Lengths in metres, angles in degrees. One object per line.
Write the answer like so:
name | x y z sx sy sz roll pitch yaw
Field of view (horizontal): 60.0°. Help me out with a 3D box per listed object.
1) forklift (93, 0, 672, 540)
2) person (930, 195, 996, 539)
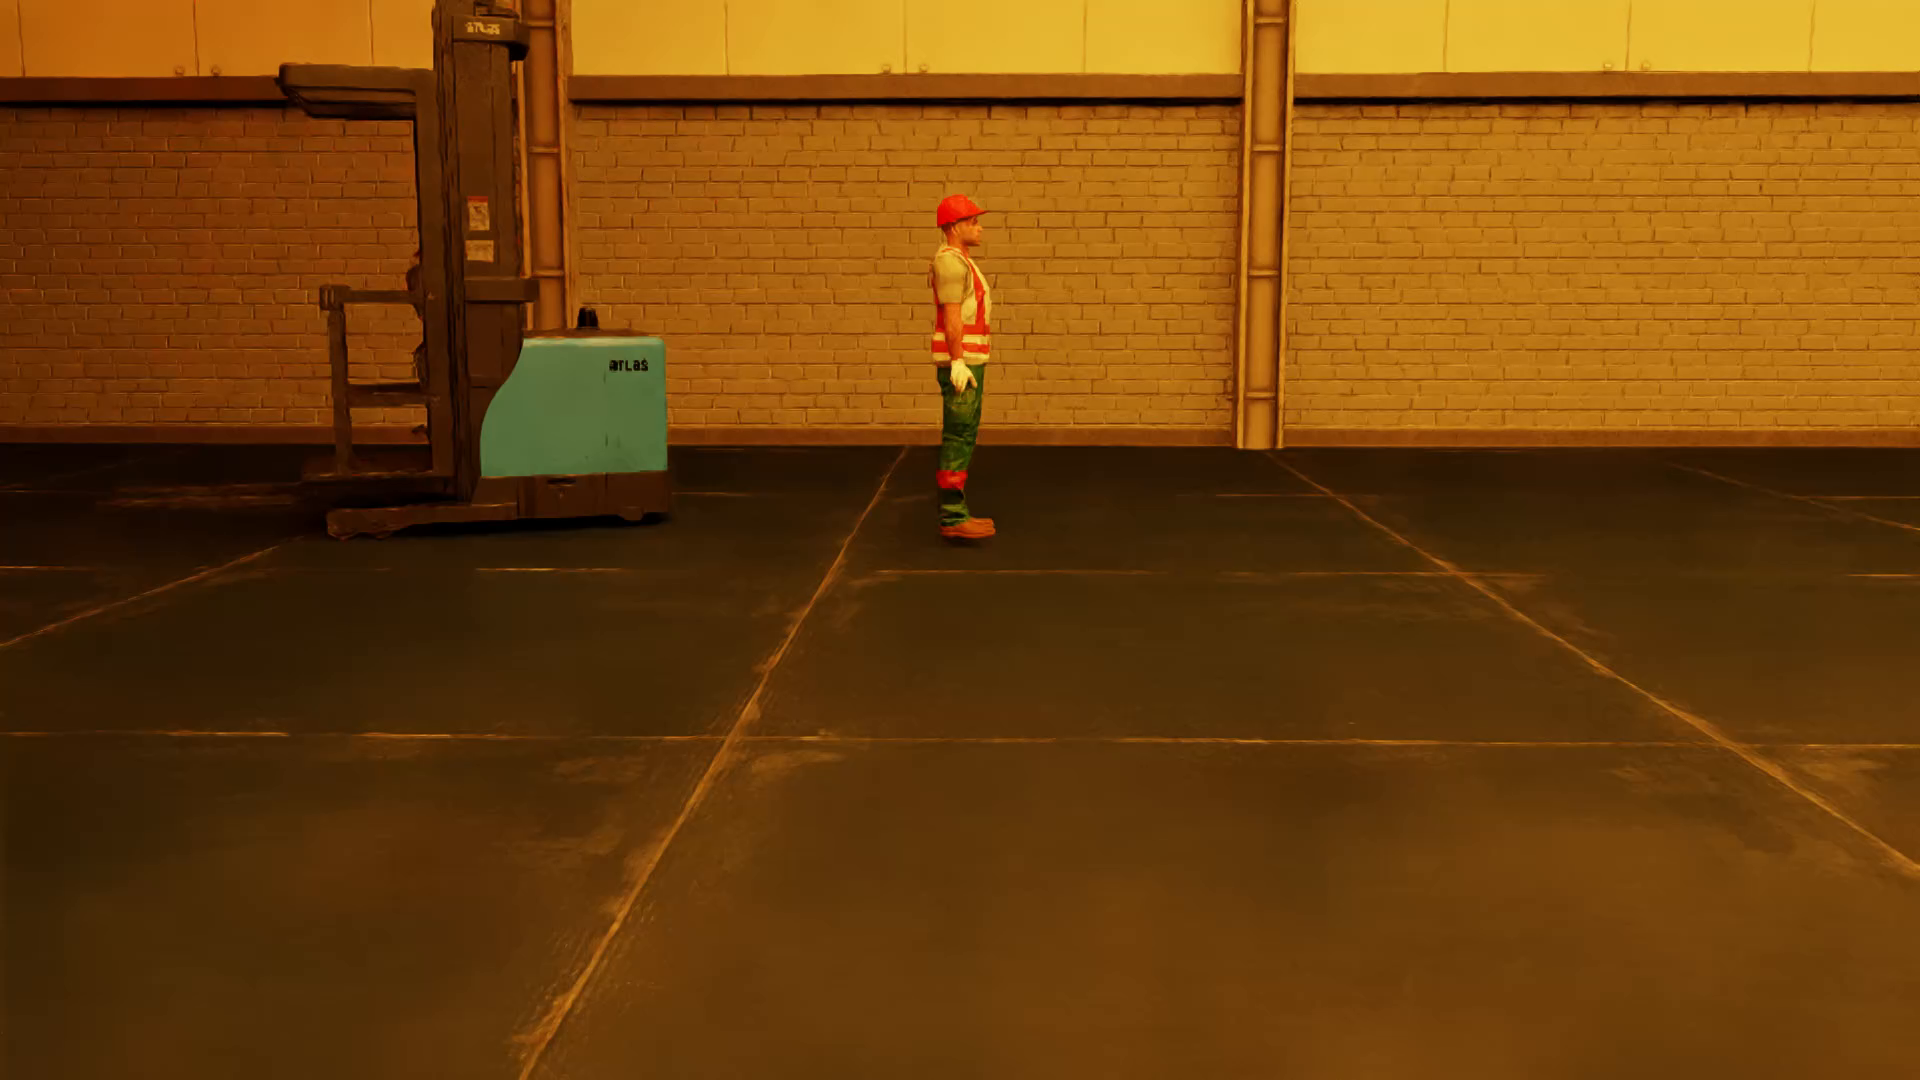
forklift | -3.247 -1.540 9.375 3.031 2.935 1.130 -3 9 -18
person | 0.021 -0.925 8.861 0.349 1.795 0.540 0 9 1
